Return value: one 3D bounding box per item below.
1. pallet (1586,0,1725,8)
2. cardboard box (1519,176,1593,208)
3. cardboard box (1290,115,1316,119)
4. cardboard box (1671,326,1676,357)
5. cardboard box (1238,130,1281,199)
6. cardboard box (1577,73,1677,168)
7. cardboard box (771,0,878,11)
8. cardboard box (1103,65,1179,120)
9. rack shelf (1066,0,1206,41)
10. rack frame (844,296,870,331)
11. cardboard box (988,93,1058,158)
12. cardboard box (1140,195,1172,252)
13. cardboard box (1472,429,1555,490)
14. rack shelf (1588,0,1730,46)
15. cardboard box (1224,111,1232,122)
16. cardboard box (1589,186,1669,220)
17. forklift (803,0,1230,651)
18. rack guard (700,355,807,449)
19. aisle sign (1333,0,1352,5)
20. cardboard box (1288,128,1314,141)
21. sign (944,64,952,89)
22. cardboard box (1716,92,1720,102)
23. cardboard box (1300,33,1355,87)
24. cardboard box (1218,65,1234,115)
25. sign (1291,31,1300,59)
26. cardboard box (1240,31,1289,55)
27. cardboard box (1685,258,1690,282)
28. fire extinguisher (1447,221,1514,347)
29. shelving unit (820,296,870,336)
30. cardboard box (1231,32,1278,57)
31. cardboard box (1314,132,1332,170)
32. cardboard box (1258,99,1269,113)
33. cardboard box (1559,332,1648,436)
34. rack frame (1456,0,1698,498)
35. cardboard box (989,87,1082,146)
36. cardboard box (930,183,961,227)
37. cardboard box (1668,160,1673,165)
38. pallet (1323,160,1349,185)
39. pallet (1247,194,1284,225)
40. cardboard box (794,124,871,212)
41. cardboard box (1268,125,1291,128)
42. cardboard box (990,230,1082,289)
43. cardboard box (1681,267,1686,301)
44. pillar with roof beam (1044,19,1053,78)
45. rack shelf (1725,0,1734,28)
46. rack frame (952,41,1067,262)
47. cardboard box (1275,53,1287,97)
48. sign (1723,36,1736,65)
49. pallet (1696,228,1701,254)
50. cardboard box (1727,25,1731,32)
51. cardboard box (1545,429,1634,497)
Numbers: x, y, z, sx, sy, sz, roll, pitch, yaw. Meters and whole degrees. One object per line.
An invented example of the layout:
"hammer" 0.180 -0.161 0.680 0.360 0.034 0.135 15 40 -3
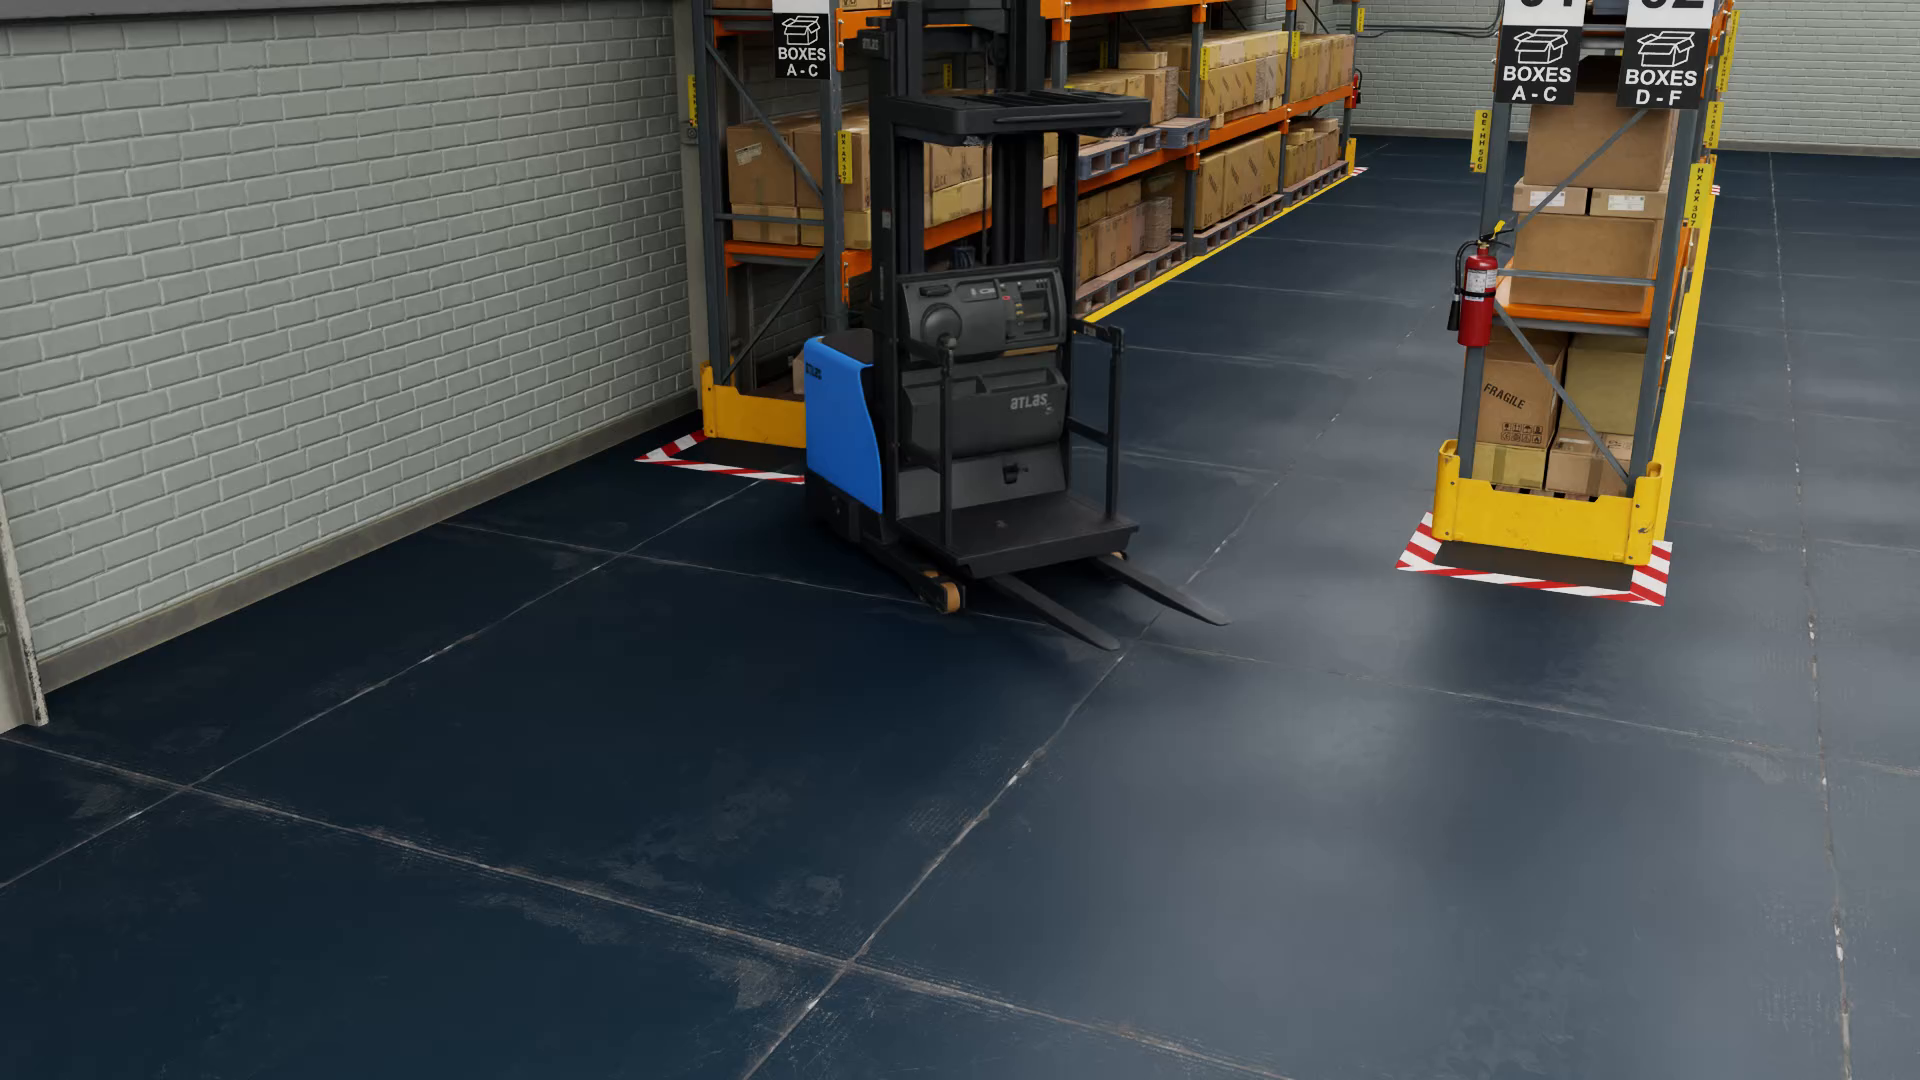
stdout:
"pallet" 4.107 -3.364 10.108 1.003 0.211 1.213 9 21 23
"cardboard box" 3.384 -1.982 9.448 0.380 0.149 0.250 9 22 24
"cardboard box" 5.000 -6.139 24.391 0.380 0.149 0.250 9 21 23
"cardboard box" 5.325 -1.620 13.025 0.500 0.250 0.500 8 21 21
"cardboard box" 3.541 -4.721 20.850 0.750 0.750 0.750 9 21 23
"cardboard box" 3.936 -2.537 10.041 0.700 0.500 0.500 9 21 23
"cardboard box" -0.860 -3.622 10.522 0.500 0.500 0.500 9 22 24
"cardboard box" 1.867 -4.639 17.232 0.700 0.500 0.500 6 20 16
"rack shelf" 1.232 -4.993 15.629 1.077 0.370 4.000 9 21 23
"rack frame" -0.597 -0.871 10.109 0.006 1.200 0.240 -17 23 -39
"cardboard box" 0.501 -3.412 13.662 0.500 0.500 0.500 8 21 23
"cardboard box" 1.804 -3.332 17.436 0.700 0.500 0.500 9 21 23
"cardboard box" 3.246 -0.513 9.911 0.500 0.250 0.500 9 21 23
"rack shelf" 5.753 -4.314 13.721 1.077 0.370 4.000 9 21 23
"cardboard box" 2.898 -4.887 19.079 0.380 0.149 0.250 9 21 24
"cardboard box" 3.653 -1.849 9.074 0.380 0.149 0.250 8 21 22
"forklift" 0.236 -1.177 8.404 1.130 2.935 3.031 -10 22 -27
"rack guard" -1.194 -0.930 11.338 1.175 0.500 0.348 9 21 23
"aisle sign" 5.630 -8.181 24.117 0.394 0.787 0.004 9 21 23
"cardboard box" 4.609 -5.532 22.684 0.380 0.149 0.250 8 21 21
"sign" -0.095 -3.928 14.309 0.100 0.325 0.005 9 21 23
"cardboard box" 8.667 -5.240 19.577 0.500 0.500 0.500 9 22 24
"cardboard box" 5.127 -6.960 24.114 0.980 0.700 0.700 10 22 25
"cardboard box" 2.706 -4.999 18.426 0.500 0.500 0.500 9 22 24
"sign" 4.188 -6.190 20.787 0.100 0.325 0.005 9 21 23
"cardboard box" 3.731 -6.125 20.473 0.500 0.250 0.500 9 22 24
"cardboard box" 6.579 -2.560 15.666 0.500 0.250 0.500 9 22 24
"fire extinguisher" 2.824 -1.397 9.036 0.296 0.674 0.183 9 21 23
"shelving unit" -0.664 -0.850 10.051 0.189 1.200 0.258 -17 23 -39
"cardboard box" 3.513 -5.970 20.037 0.500 0.250 0.500 9 21 24
"cardboard box" 4.927 -5.615 23.885 0.700 0.500 0.500 8 21 23
"cardboard box" 3.525 -5.260 20.126 0.380 0.149 0.250 9 21 23
"cardboard box" 3.921 -0.948 10.016 0.500 0.500 0.500 9 21 23
"rack frame" 3.296 -1.406 8.946 1.000 3.000 0.127 9 21 23
"cardboard box" 0.652 -3.713 14.626 0.700 0.500 0.500 9 21 23
"cardboard box" -0.322 -2.445 12.060 0.500 0.250 0.500 8 21 22
"cardboard box" 4.178 -2.243 10.182 0.380 0.149 0.250 8 21 22
"pallet" 5.071 -5.407 24.357 1.003 0.211 1.213 9 21 23
"pallet" 3.442 -4.193 20.943 1.003 0.211 1.213 9 21 23
"cardboard box" -0.755 -2.481 11.044 0.500 0.500 0.500 9 21 23
"cardboard box" 4.378 -5.674 23.083 0.380 0.149 0.250 8 21 22
"cardboard box" 0.699 -2.564 15.276 0.700 0.500 0.500 9 22 25
"cardboard box" 5.751 -2.198 13.813 0.500 0.311 0.500 8 21 21
"pillar with roof beam" 4.657 -6.487 14.280 9.100 9.000 0.400 9 21 23
"rack shelf" 7.391 -5.537 17.159 1.077 0.370 4.000 9 21 23
"rack frame" 0.413 -3.307 14.292 1.000 3.000 0.127 9 21 23
"cardboard box" 3.730 -5.774 20.605 0.500 0.500 0.500 8 21 22
"sign" 8.717 -5.545 18.855 0.100 0.325 0.005 9 21 23
"pallet" 7.911 -3.507 19.014 1.003 0.211 1.213 9 21 23
"cardboard box" 9.081 -6.013 20.258 0.500 0.500 0.500 8 21 21
"cardboard box" 3.718 -0.442 9.711 0.500 0.250 0.500 9 21 23
